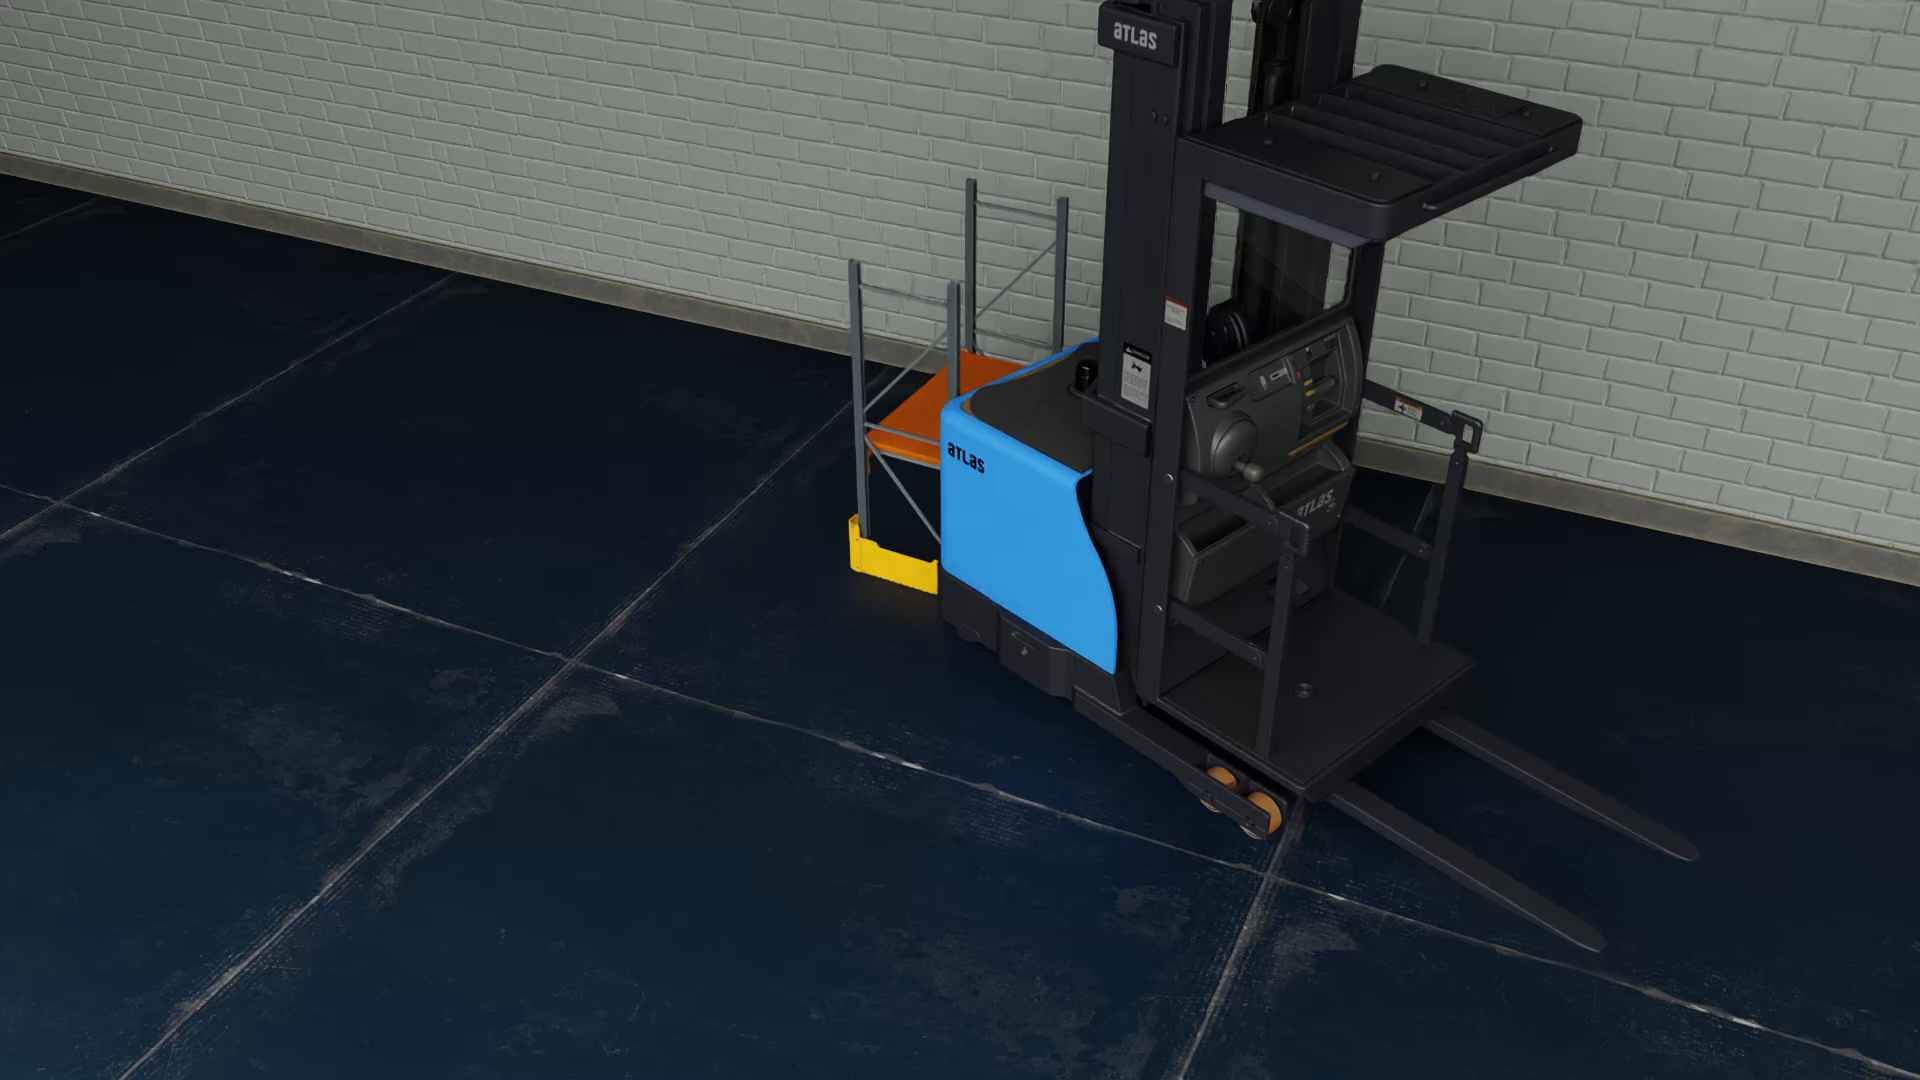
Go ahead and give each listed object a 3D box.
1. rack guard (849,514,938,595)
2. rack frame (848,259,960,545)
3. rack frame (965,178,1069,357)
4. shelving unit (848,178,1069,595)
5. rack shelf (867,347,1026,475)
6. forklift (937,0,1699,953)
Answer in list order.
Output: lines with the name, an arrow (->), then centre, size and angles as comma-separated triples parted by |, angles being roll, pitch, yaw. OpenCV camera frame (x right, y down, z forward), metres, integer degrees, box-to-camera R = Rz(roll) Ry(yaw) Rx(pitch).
rack guard -> -0.226, 0.078, 7.402 | 0.587, 0.250, 0.087 | 16, 37, 23
rack frame -> -0.227, -0.444, 7.059 | 0.500, 1.500, 0.032 | 16, 37, 23
rack frame -> 0.252, -0.935, 7.809 | 0.500, 1.500, 0.032 | 16, 37, 23
shelving unit -> 0.008, -0.685, 7.427 | 0.587, 1.500, 1.083 | 16, 37, 23
rack shelf -> 0.013, -0.539, 7.532 | 0.538, 0.185, 1.000 | 16, 37, 23
forklift -> 1.270, -0.453, 5.767 | 1.130, 2.935, 3.031 | -27, 42, -34
